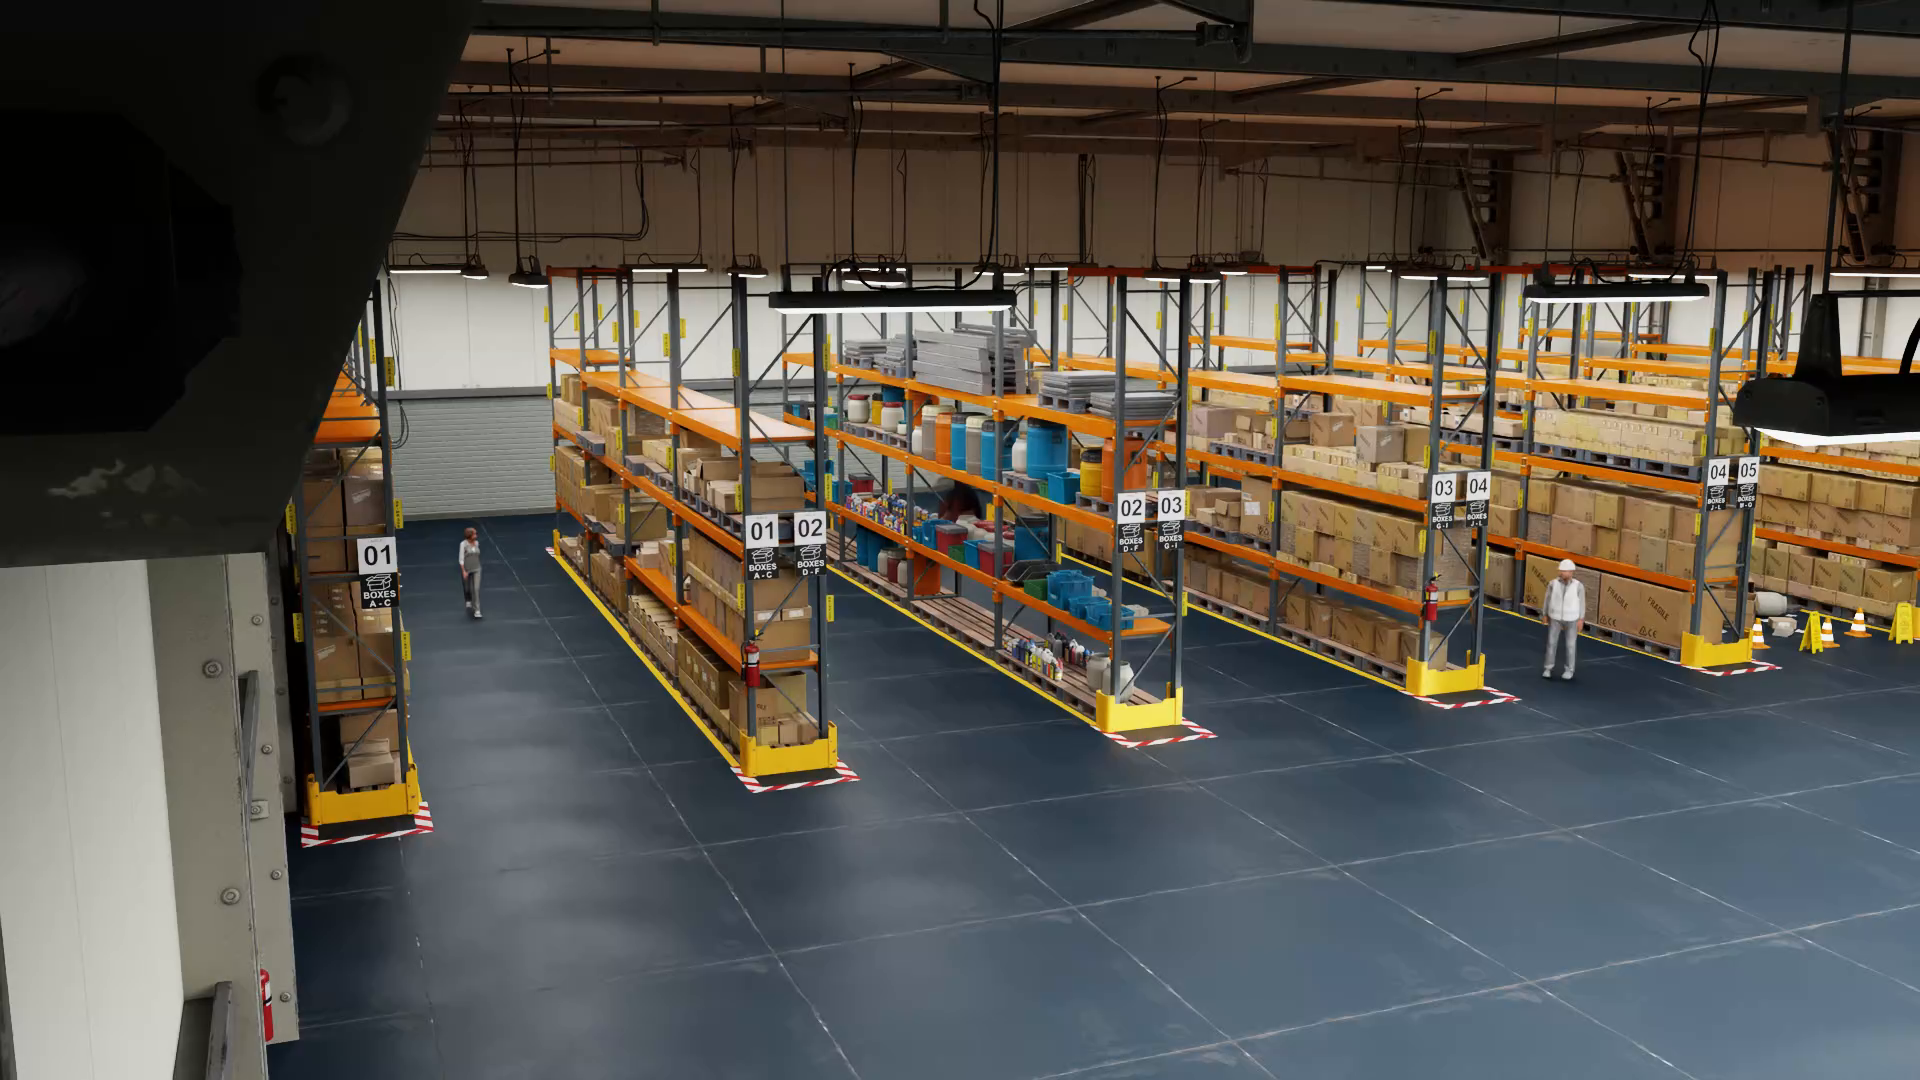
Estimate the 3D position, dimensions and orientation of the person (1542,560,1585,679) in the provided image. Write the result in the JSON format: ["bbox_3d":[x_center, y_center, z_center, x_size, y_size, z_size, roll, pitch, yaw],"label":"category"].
[{"bbox_3d":[8.963,1.172,24.742,0.586,1.776,0.433,5,11,24],"label":"person"}]

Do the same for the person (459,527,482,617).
[{"bbox_3d":[-8.555,0.533,29.077,0.383,1.551,0.865,-3,10,-17],"label":"person"}]
